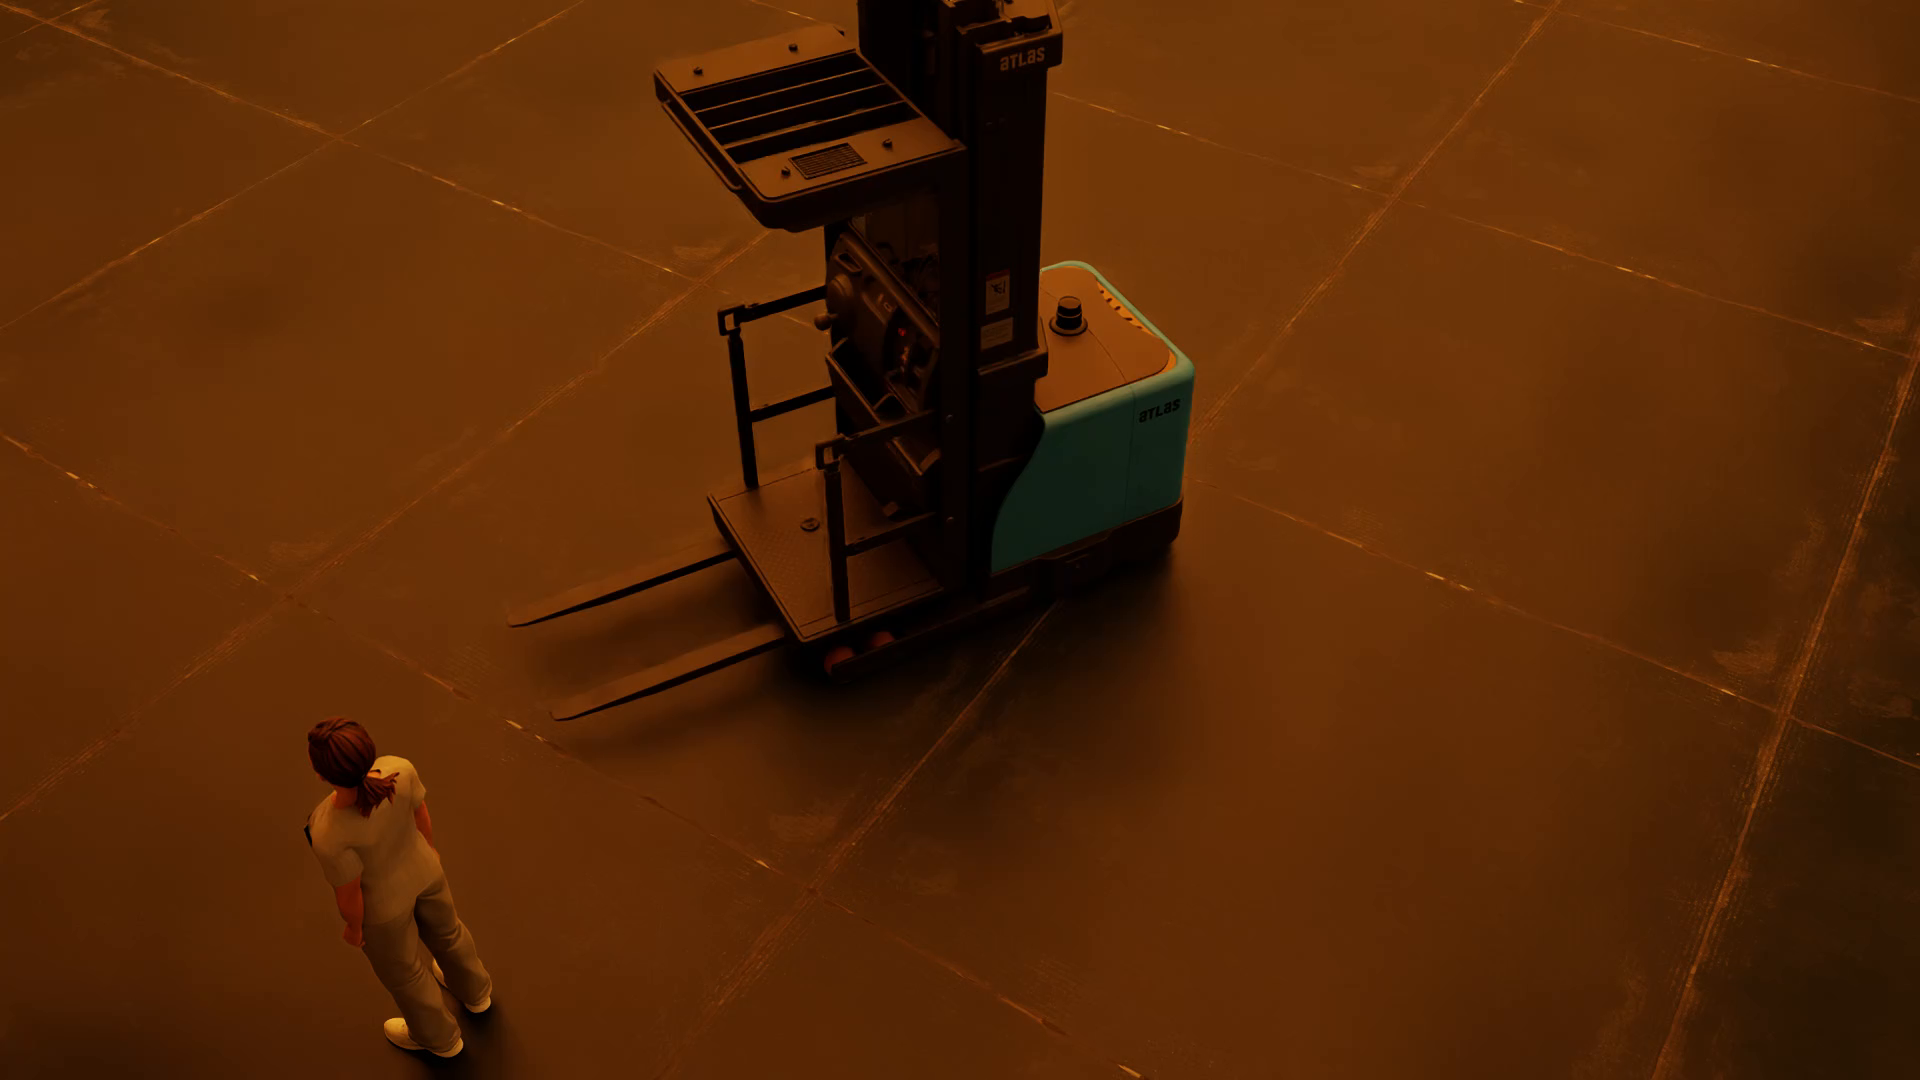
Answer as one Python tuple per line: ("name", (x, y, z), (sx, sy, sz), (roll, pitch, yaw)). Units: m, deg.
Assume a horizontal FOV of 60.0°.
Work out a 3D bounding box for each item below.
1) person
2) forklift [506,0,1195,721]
("person", (-1.894, 1.165, 5.536), (0.372, 1.672, 0.431), (19, 47, 19))
("forklift", (-0.503, -0.851, 6.746), (3.031, 2.935, 1.130), (-20, 47, -20))
